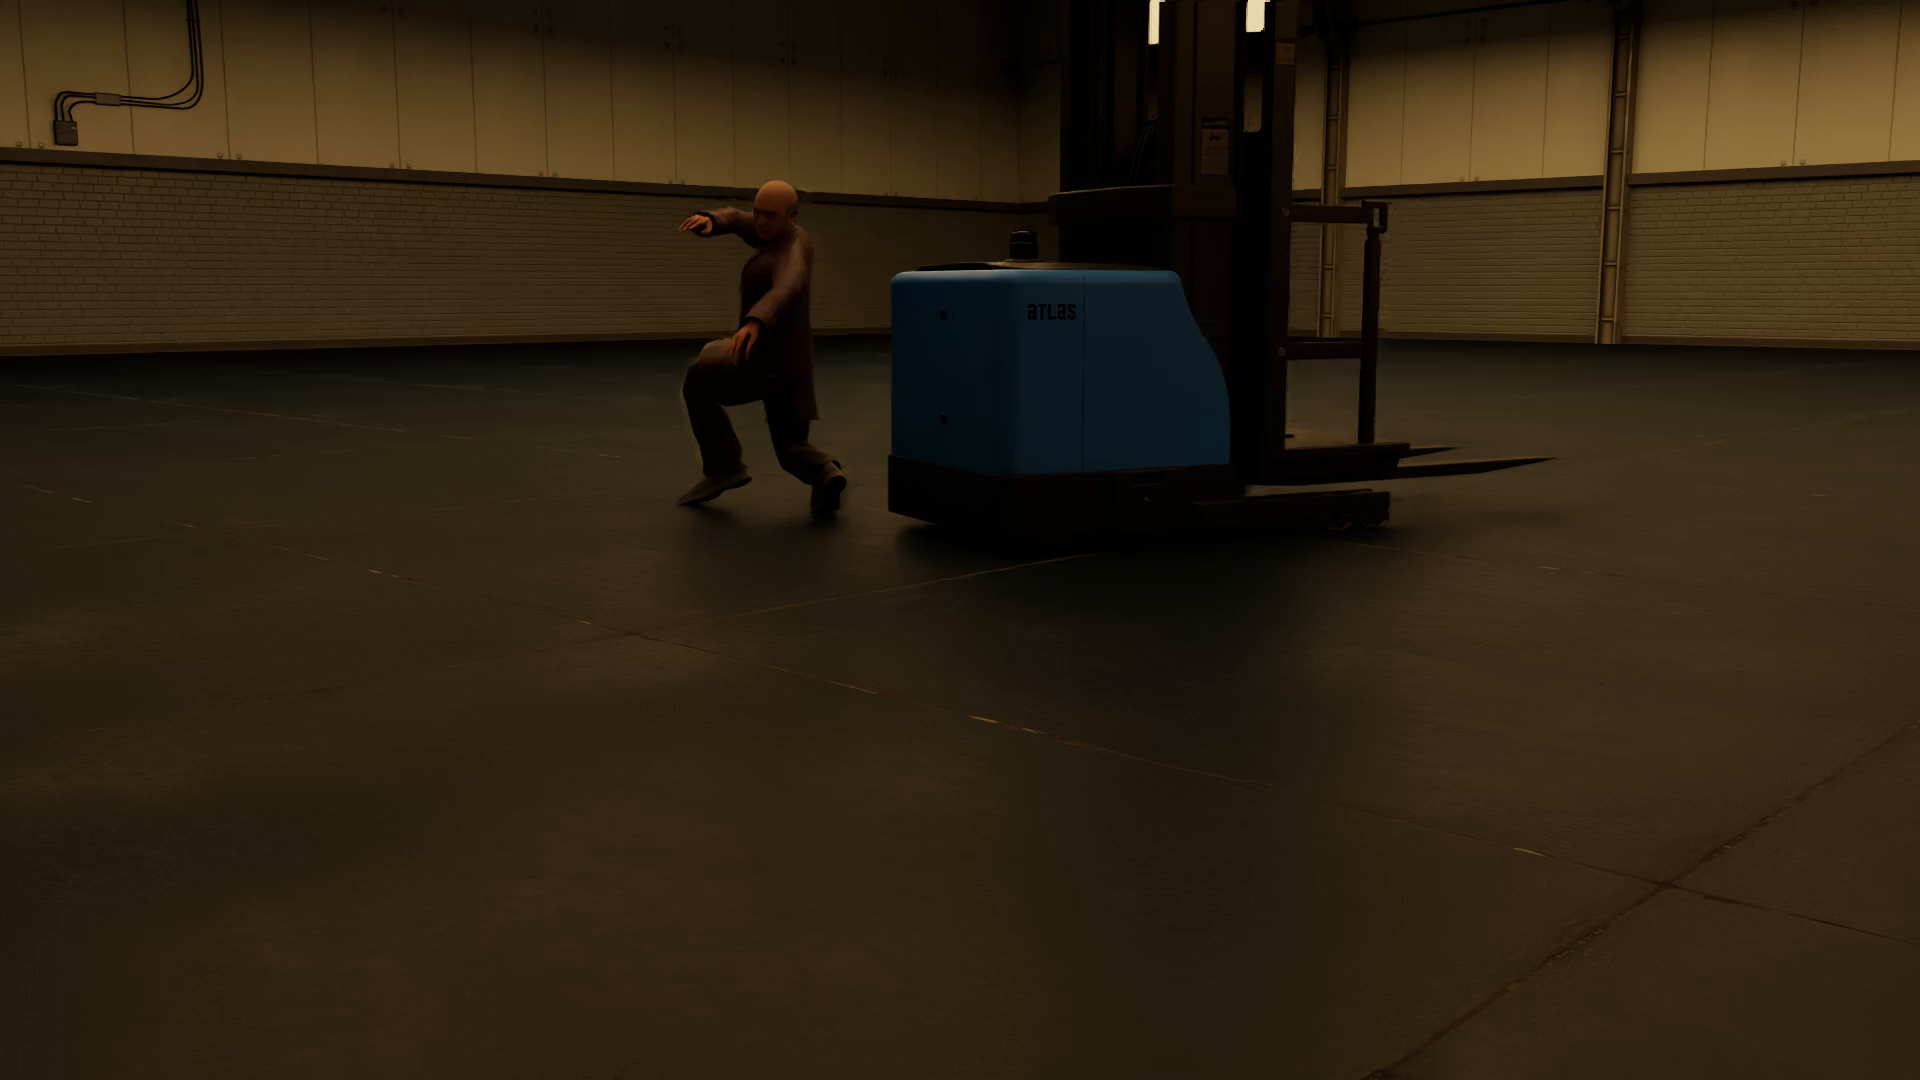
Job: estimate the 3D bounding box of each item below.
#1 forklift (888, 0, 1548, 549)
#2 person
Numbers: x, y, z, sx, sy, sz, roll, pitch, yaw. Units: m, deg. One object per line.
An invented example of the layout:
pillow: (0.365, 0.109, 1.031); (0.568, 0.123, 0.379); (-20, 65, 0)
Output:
forklift: (1.244, -1.546, 7.144); (3.031, 2.935, 1.130); (-4, 10, -27)
person: (-0.974, -0.831, 7.325); (1.049, 1.480, 0.958); (6, 10, 33)
